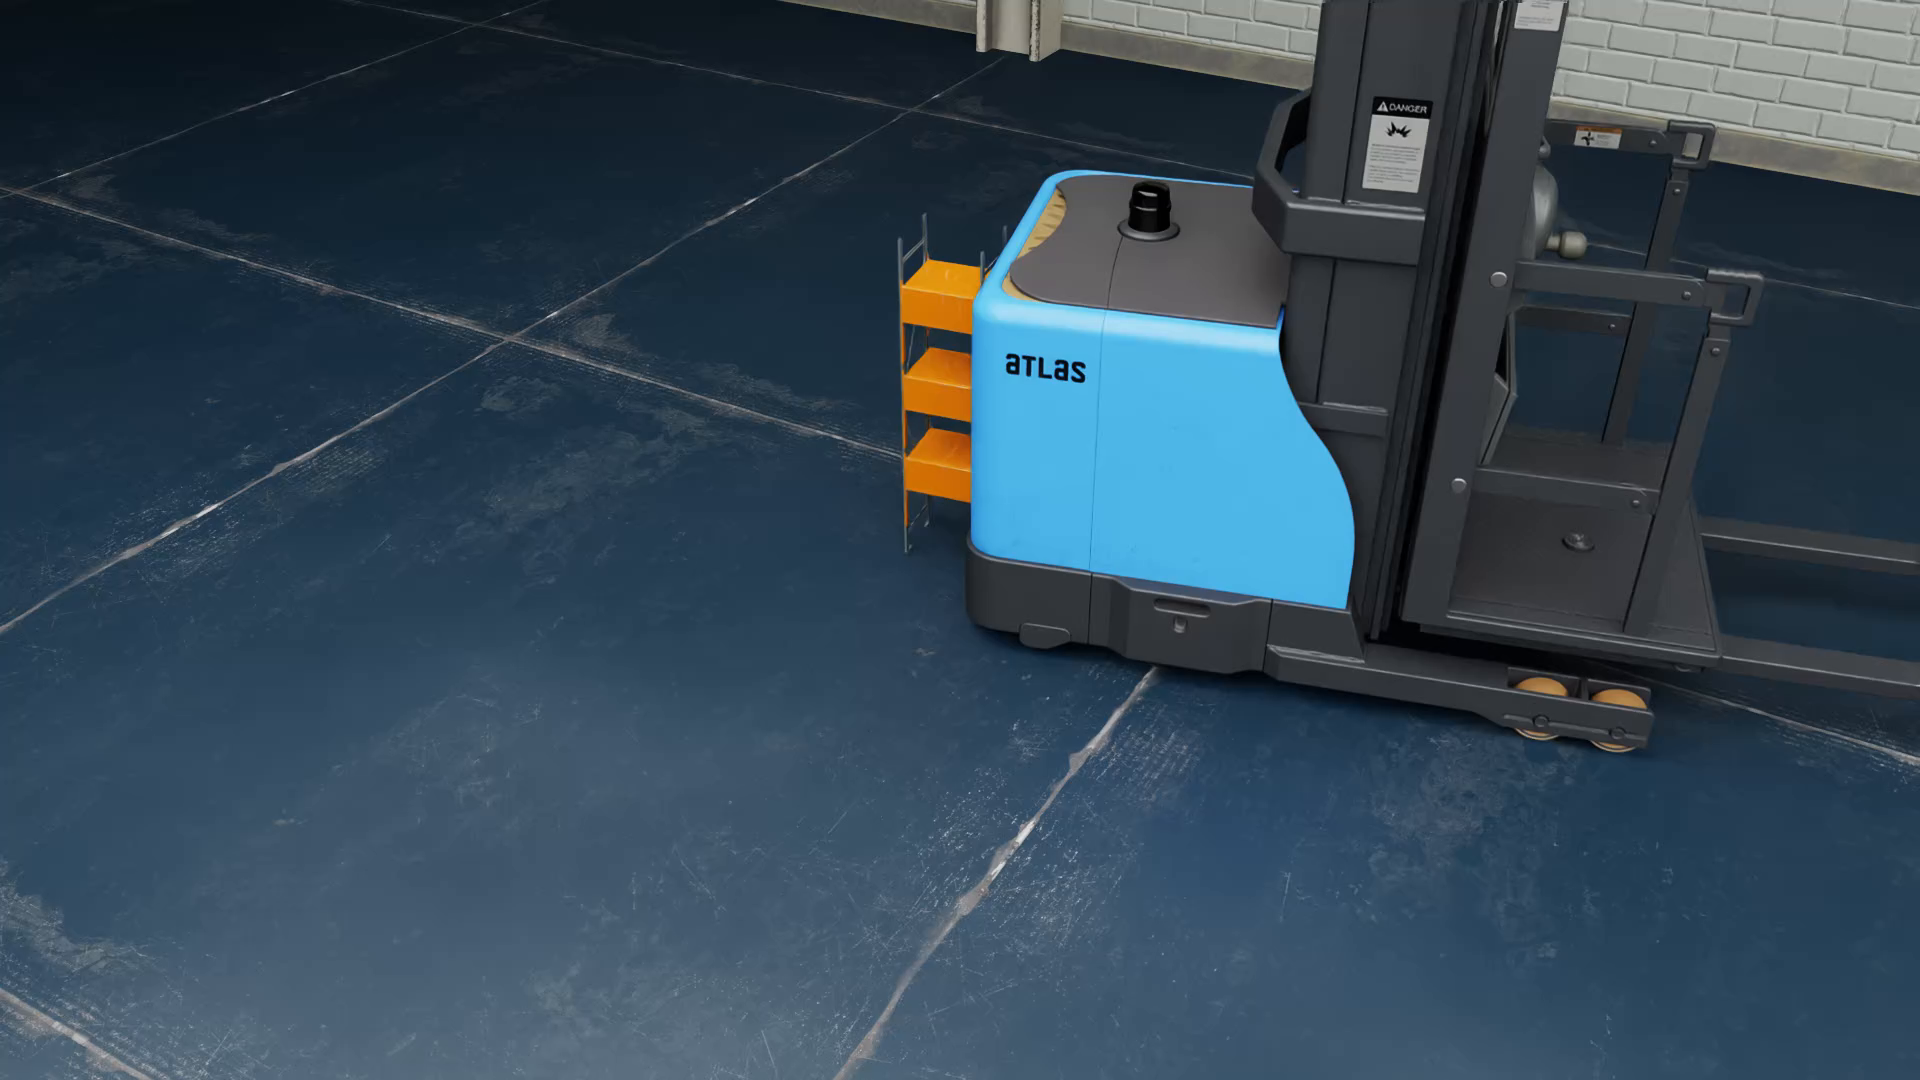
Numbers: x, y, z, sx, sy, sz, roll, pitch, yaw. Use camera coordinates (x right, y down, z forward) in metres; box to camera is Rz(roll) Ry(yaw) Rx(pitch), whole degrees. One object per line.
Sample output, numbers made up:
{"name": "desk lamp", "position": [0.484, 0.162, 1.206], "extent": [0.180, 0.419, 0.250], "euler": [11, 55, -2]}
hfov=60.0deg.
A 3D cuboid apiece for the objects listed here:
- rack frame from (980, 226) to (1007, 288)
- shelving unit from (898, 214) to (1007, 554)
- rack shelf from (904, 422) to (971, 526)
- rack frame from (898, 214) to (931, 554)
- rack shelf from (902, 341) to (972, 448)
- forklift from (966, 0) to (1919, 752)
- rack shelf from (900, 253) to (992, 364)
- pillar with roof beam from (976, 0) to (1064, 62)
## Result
{"name": "rack frame", "position": [0.094, -0.397, 4.898], "extent": [0.008, 1.050, 0.200], "euler": [12, 35, 17]}
{"name": "shelving unit", "position": [-0.020, -0.421, 4.935], "extent": [0.252, 1.050, 0.215], "euler": [12, 35, 17]}
{"name": "rack shelf", "position": [-0.020, -0.181, 5.095], "extent": [0.240, 0.259, 0.215], "euler": [12, 35, 17]}
{"name": "rack frame", "position": [-0.134, -0.445, 4.971], "extent": [0.008, 1.050, 0.200], "euler": [12, 35, 17]}
{"name": "rack shelf", "position": [-0.020, -0.412, 4.941], "extent": [0.240, 0.259, 0.215], "euler": [12, 35, 17]}
{"name": "forklift", "position": [1.592, -0.985, 4.085], "extent": [3.031, 2.935, 1.130], "euler": [8, 35, 12]}
{"name": "rack shelf", "position": [-0.020, -0.648, 4.783], "extent": [0.240, 0.259, 0.215], "euler": [12, 35, 17]}
{"name": "pillar with roof beam", "position": [-1.800, -4.461, 3.830], "extent": [0.400, 9.000, 9.100], "euler": [18, 37, 24]}
